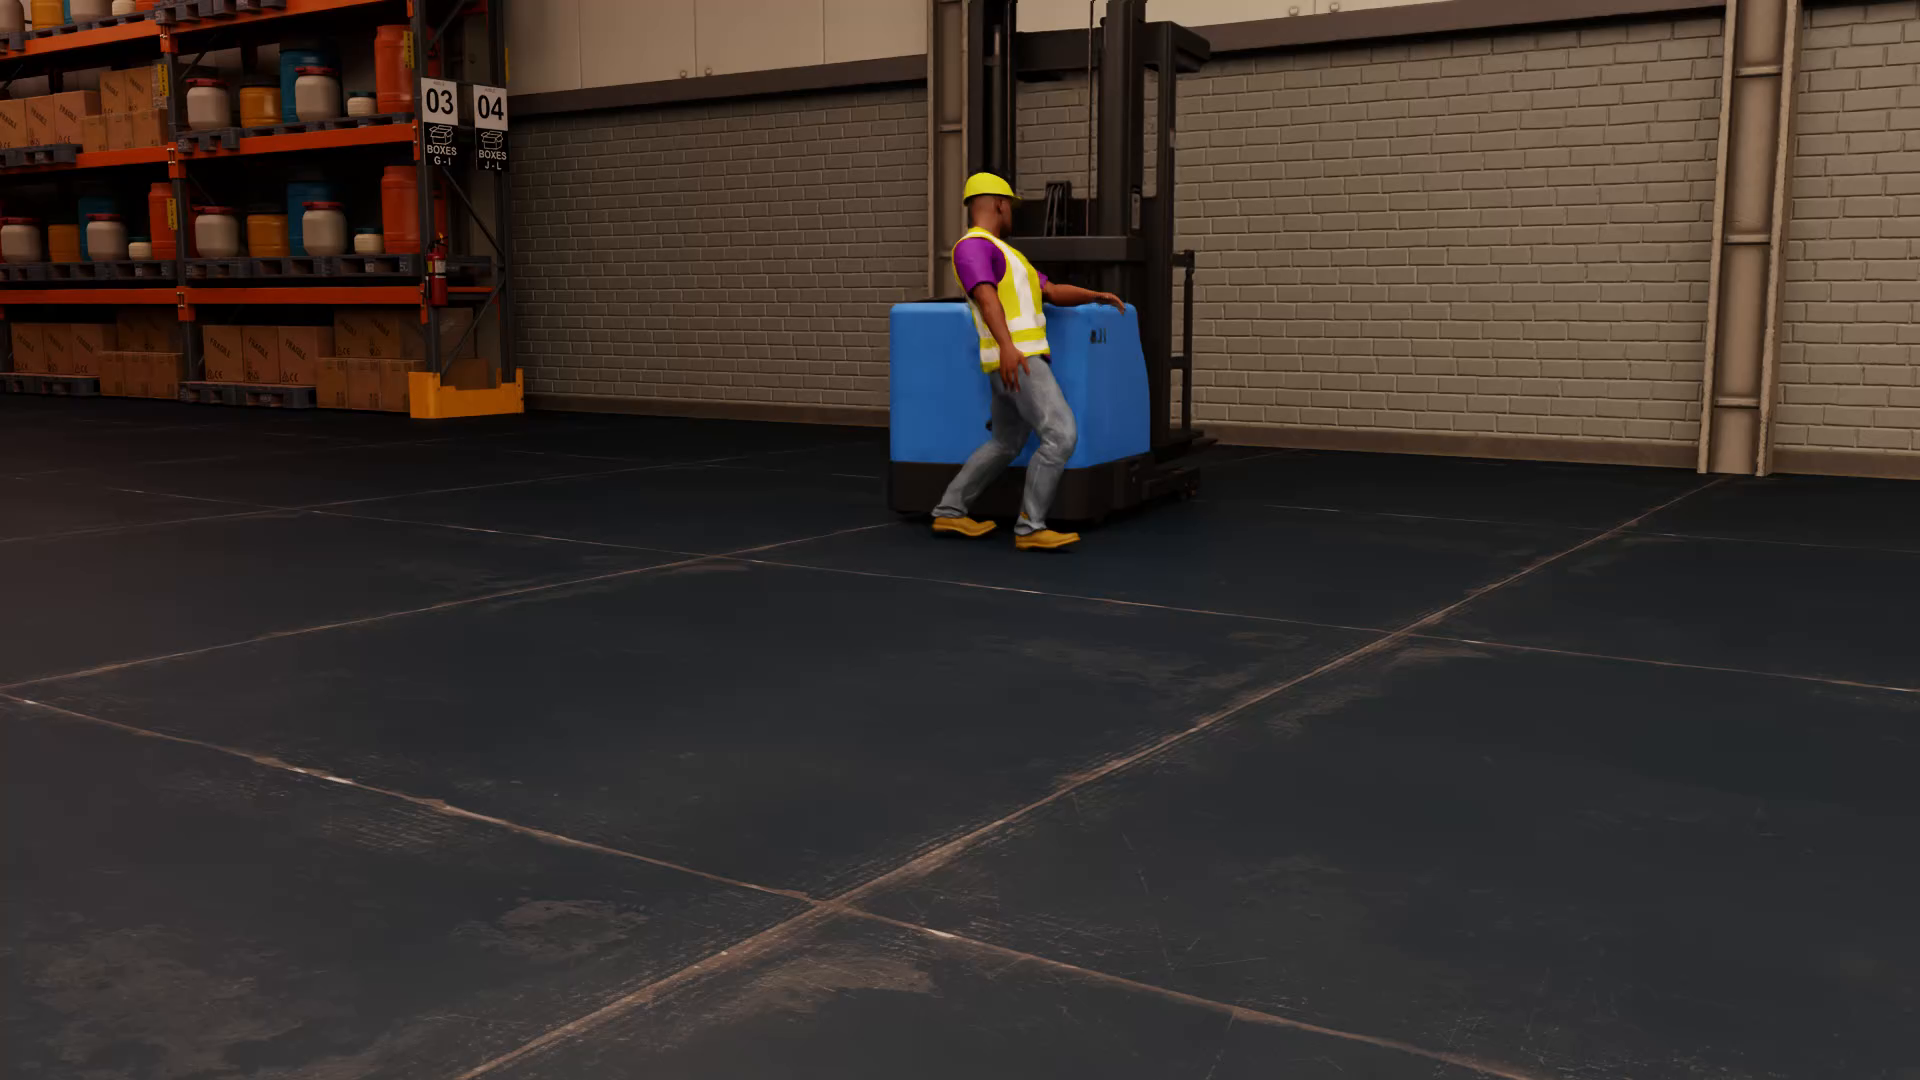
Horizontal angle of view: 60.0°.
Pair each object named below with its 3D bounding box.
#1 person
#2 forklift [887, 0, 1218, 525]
[{"bbox_3d":[0.294,-0.792,7.320,0.868,1.651,0.799,0,8,1],"label":"person"},{"bbox_3d":[0.703,-1.692,9.090,1.130,2.935,3.031,4,9,24],"label":"forklift"}]
